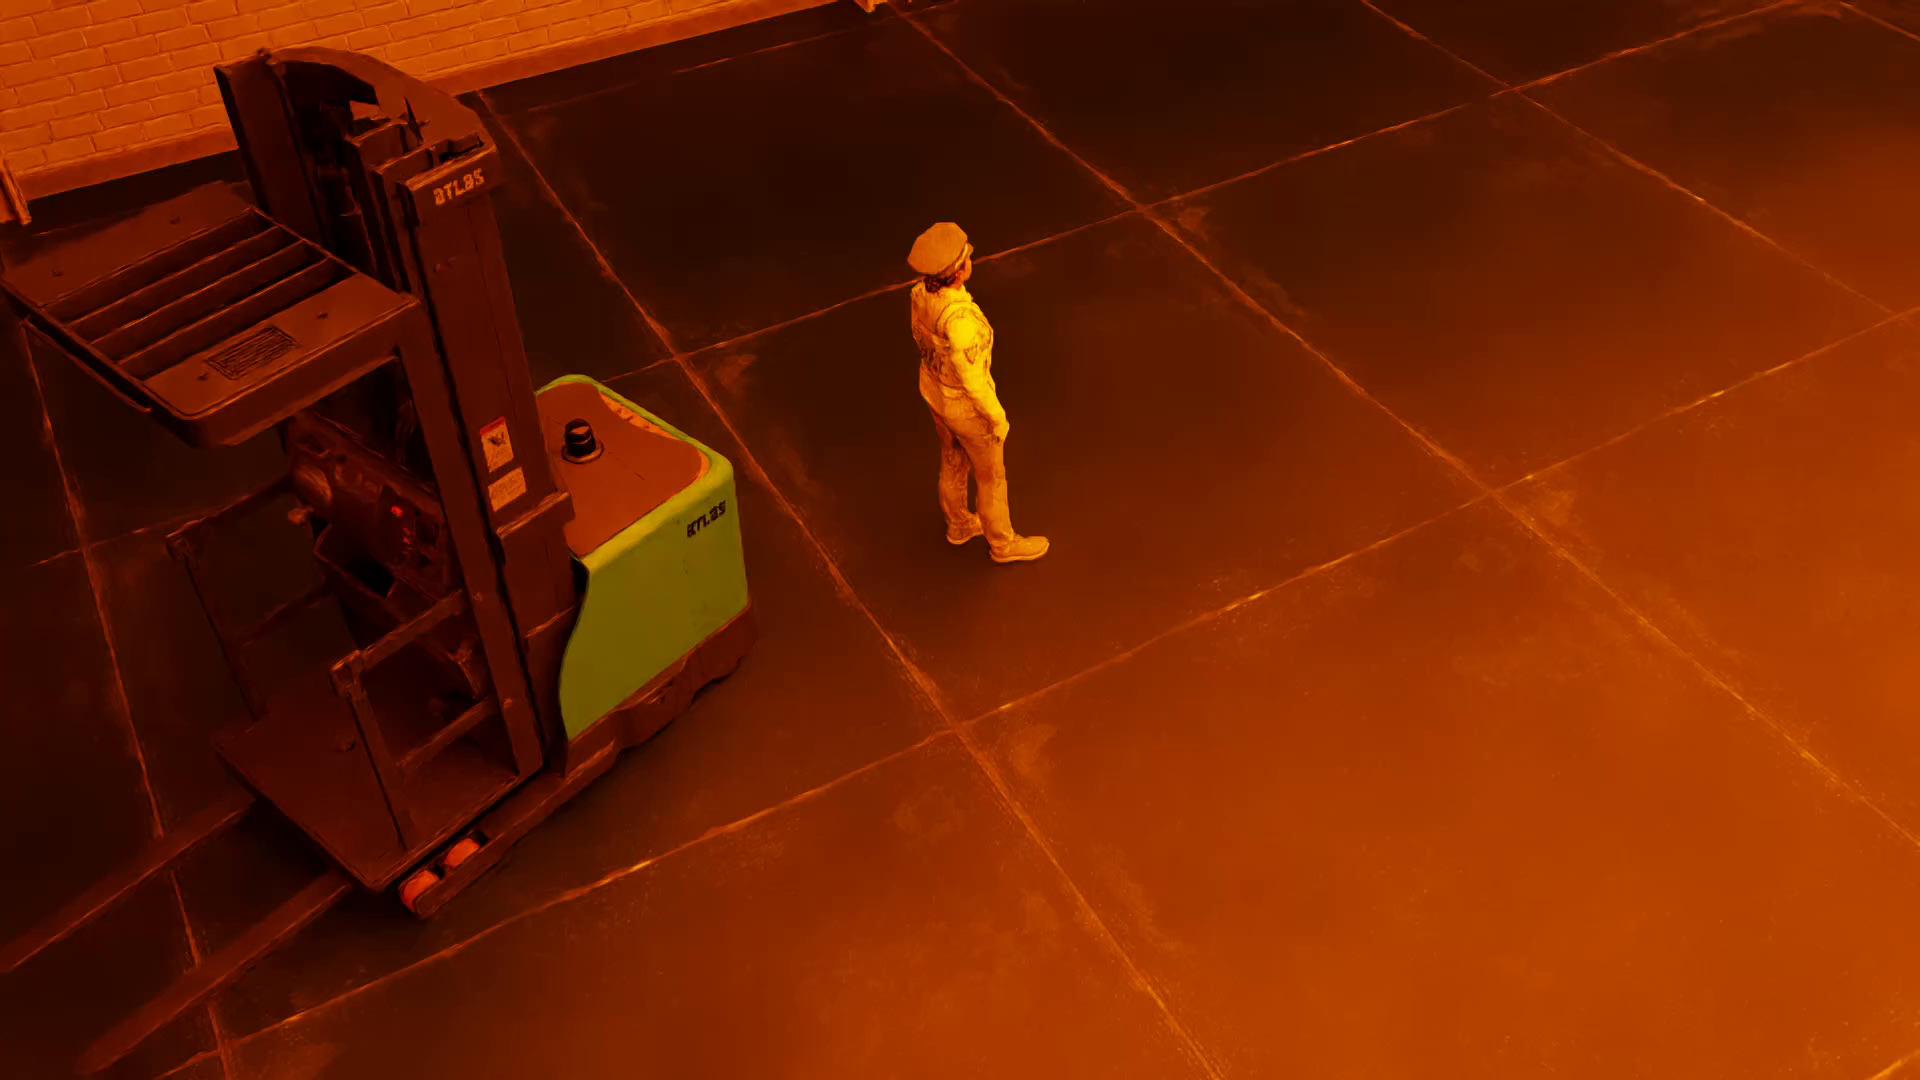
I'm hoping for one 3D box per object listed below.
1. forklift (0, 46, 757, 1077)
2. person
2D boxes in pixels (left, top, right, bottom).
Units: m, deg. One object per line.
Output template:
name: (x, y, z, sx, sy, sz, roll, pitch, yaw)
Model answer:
forklift: (-2.223, -0.042, 5.743, 1.130, 2.935, 3.031, 30, 50, 28)
person: (0.062, -0.646, 7.292, 0.533, 1.695, 0.586, -21, 47, -21)
